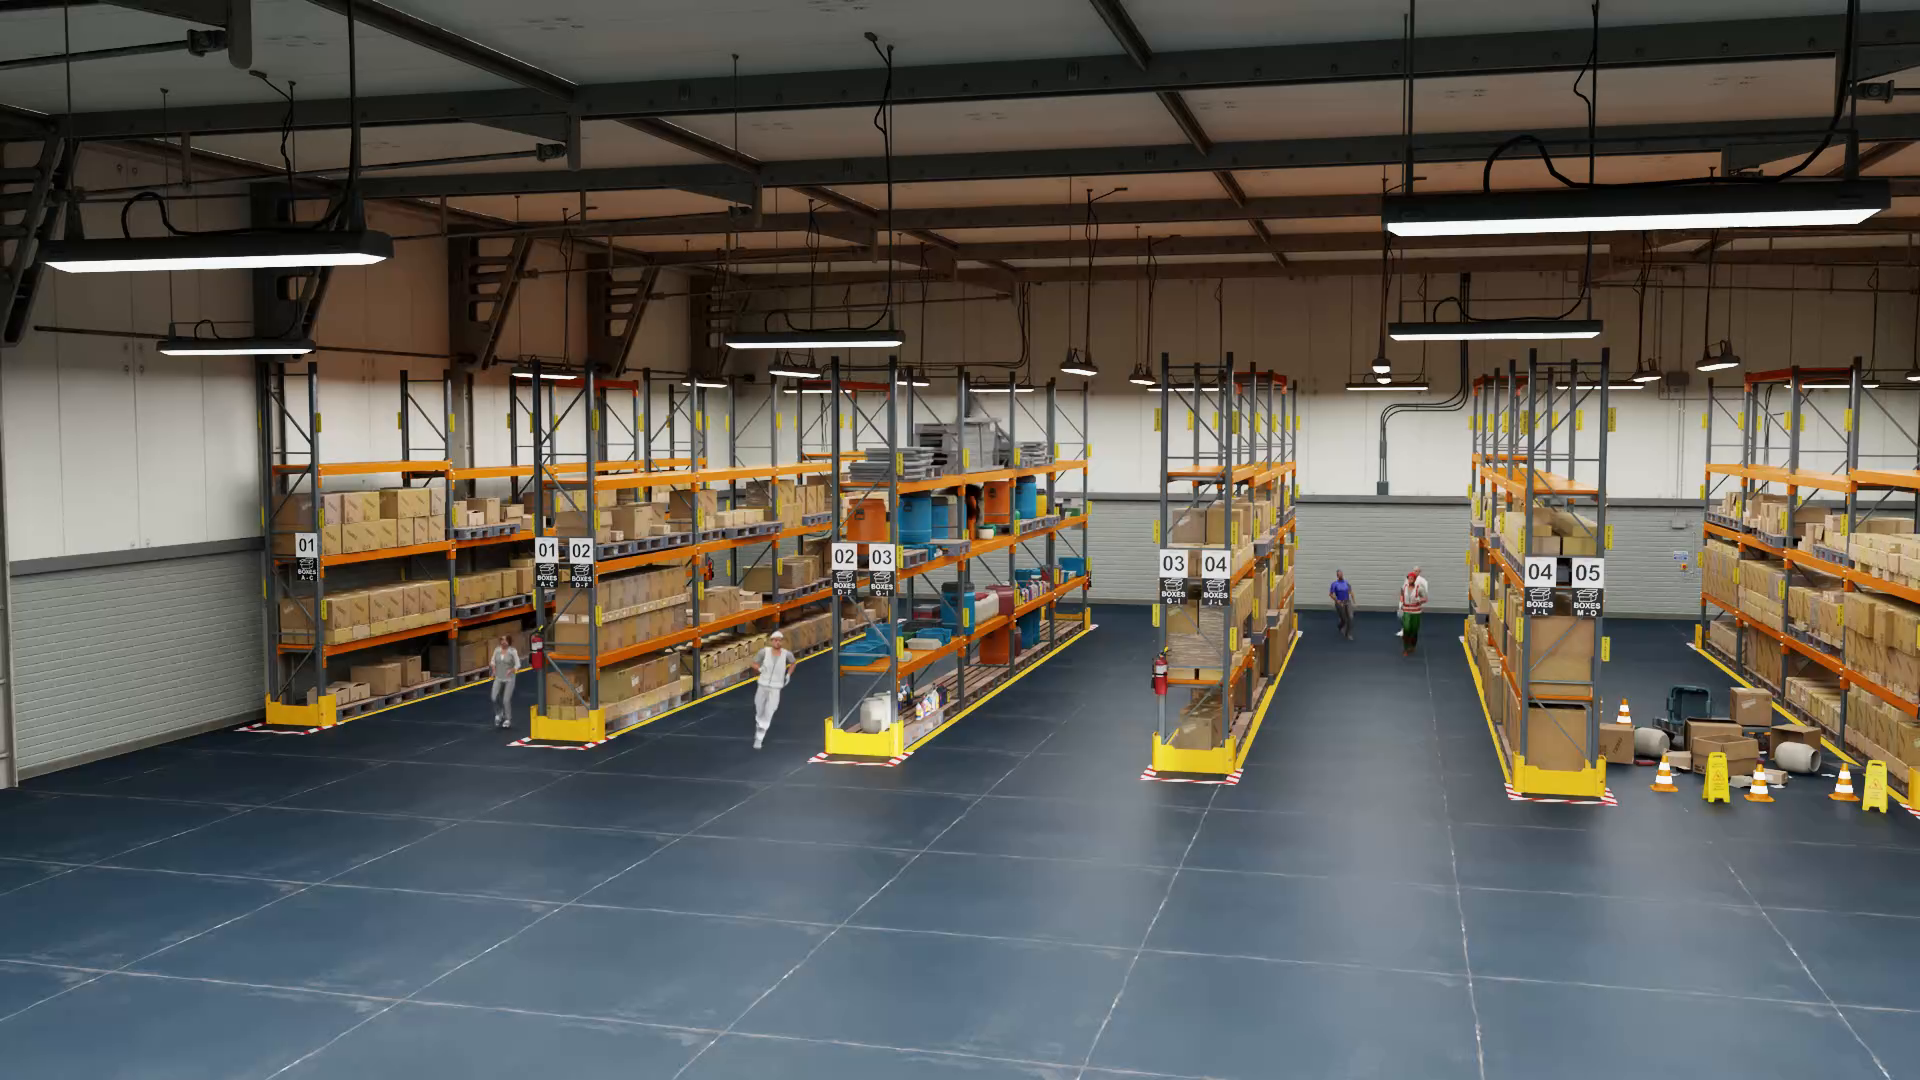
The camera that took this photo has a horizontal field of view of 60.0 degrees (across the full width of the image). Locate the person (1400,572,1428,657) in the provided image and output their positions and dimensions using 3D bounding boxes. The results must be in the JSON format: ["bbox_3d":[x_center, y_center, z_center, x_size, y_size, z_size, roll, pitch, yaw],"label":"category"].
[{"bbox_3d":[9.726,1.612,35.724,0.616,1.851,0.779,2,4,22],"label":"person"}]

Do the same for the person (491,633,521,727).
[{"bbox_3d":[-7.474,2.303,27.222,0.544,1.558,0.575,0,4,2],"label":"person"}]

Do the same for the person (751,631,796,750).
[{"bbox_3d":[-2.910,2.300,25.842,0.668,1.791,0.851,0,4,2],"label":"person"}]

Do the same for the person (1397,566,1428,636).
[{"bbox_3d":[10.568,1.429,38.834,0.627,1.675,0.785,-3,5,-39],"label":"person"}]

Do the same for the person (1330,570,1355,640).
[{"bbox_3d":[8.884,1.501,38.631,0.587,1.604,0.609,-1,4,-12],"label":"person"}]
